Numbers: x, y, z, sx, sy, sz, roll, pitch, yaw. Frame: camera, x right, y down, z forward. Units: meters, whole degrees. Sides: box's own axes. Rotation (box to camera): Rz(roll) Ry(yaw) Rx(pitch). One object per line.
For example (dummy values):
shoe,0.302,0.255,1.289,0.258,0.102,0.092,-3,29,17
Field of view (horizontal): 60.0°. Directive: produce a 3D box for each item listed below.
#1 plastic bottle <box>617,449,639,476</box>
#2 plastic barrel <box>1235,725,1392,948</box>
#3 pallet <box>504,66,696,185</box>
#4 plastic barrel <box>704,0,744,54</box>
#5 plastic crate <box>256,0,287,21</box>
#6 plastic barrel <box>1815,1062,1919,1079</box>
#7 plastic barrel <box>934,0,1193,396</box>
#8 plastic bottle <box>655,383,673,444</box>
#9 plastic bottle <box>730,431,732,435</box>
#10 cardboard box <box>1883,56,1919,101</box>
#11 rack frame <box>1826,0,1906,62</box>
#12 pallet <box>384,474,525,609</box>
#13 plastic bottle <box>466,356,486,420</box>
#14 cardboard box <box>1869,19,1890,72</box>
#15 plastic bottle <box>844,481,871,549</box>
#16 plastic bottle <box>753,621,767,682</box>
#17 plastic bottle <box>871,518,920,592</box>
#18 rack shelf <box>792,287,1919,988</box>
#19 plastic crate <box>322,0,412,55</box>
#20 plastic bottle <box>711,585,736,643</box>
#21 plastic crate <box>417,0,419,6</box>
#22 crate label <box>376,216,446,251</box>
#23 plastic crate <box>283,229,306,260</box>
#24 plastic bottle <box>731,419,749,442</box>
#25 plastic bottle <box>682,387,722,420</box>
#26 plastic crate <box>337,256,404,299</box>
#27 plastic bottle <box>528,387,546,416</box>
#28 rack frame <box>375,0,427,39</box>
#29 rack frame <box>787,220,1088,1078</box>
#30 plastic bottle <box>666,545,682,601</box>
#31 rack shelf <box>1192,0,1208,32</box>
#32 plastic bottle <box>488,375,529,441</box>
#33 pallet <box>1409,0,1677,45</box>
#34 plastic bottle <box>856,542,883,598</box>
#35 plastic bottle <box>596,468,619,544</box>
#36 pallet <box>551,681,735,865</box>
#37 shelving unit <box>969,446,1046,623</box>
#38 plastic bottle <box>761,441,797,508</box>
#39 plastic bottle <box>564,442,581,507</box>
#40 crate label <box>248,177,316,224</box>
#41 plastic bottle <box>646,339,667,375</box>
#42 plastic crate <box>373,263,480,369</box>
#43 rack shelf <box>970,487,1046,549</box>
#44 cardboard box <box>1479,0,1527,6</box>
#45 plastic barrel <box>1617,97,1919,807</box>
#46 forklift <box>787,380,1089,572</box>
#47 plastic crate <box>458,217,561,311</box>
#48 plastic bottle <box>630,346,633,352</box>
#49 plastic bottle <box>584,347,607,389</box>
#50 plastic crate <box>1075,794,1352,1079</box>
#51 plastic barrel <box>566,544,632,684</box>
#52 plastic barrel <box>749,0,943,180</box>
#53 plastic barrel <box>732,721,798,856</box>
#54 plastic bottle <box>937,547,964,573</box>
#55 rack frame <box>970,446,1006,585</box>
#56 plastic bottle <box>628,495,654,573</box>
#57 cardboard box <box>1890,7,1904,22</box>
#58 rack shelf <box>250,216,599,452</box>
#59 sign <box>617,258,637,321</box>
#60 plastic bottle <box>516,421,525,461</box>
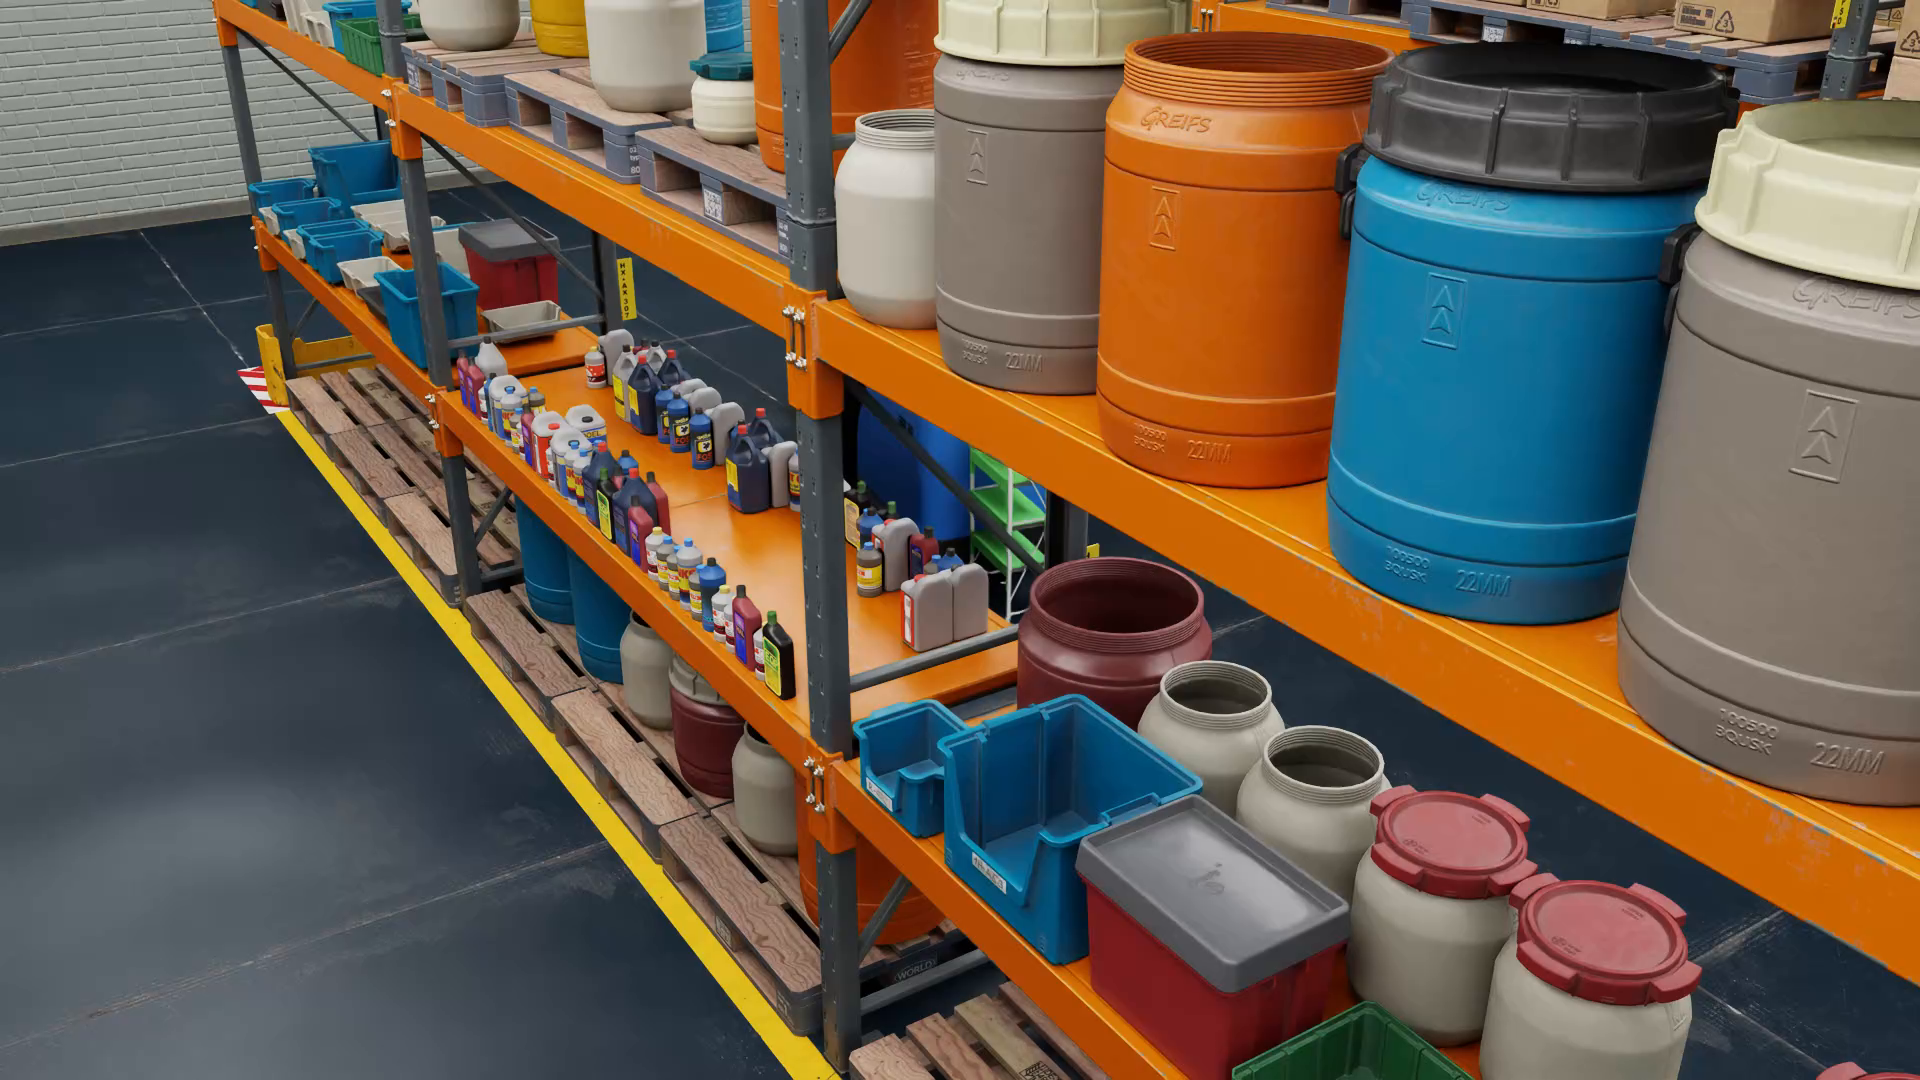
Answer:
plastic bottle,-1.379,-0.245,6.905,0.097,0.271,0.097,0,25,0
plastic barrel,0.943,0.794,4.424,0.421,0.512,0.421,0,25,0
pallet,-1.080,-1.664,6.468,1.003,0.211,1.213,-16,29,-30
plastic barrel,-1.152,-2.254,6.417,0.600,0.901,0.708,-16,29,-30
plastic crate,-3.791,-3.204,9.582,0.504,0.338,0.767,-16,29,-30
plastic barrel,1.817,1.351,3.215,0.433,0.535,0.433,0,25,0
plastic barrel,0.239,-0.863,3.964,0.600,0.901,0.600,0,25,0
plastic bottle,-1.345,-0.585,7.626,0.097,0.271,0.097,0,25,0
plastic bottle,-0.965,-0.423,7.364,0.097,0.201,0.097,0,25,0
cardboard box,4.165,-1.840,6.796,0.500,0.250,0.500,-15,29,-29
rack frame,4.122,-3.492,6.605,1.000,3.000,0.127,-16,29,-30
pallet,-2.645,-0.048,9.605,1.003,0.211,1.213,-16,29,-30
plastic bottle,-2.296,-0.724,7.907,0.061,0.283,0.133,-16,29,-30
cardboard box,9.202,-5.030,16.774,0.500,0.500,0.500,-16,30,-30
plastic bottle,-0.407,-0.109,6.603,0.061,0.283,0.133,-16,29,-30
plastic bottle,-0.654,0.374,5.676,0.097,0.201,0.097,0,25,0
plastic bottle,-0.246,0.036,6.306,0.152,0.276,0.135,-16,29,-30
rack shelf,1.064,0.060,3.439,1.077,0.370,4.000,-16,29,-30
plastic crate,-2.976,-2.587,8.399,0.416,0.233,0.300,-16,29,-30
plastic bottle,-0.833,0.257,5.924,0.097,0.201,0.097,0,25,0
plastic crate,-2.660,-2.861,8.936,0.497,0.269,0.590,-16,29,-30
crate label,-3.480,-1.943,10.592,0.396,0.136,0.243,-16,29,-30
plastic crate,-4.060,-1.852,10.398,0.250,0.136,0.298,-16,29,-30
plastic bottle,-0.943,-0.392,7.218,0.097,0.271,0.097,0,25,0
plastic bottle,-1.177,-0.574,7.598,0.152,0.276,0.135,-16,29,-30
plastic crate,-3.414,-1.516,9.686,0.293,0.136,0.466,-16,29,-30
plastic bottle,-1.984,-0.616,7.774,0.097,0.201,0.097,0,25,0
rack frame,-2.212,-3.768,7.191,1.000,3.000,0.127,-16,29,-30
rack frame,-0.028,0.375,5.441,1.000,3.000,0.127,-16,29,-30
plastic bottle,-1.046,0.118,6.219,0.097,0.201,0.097,0,25,0
rack shelf,0.846,-3.956,11.945,1.077,0.370,4.000,-16,29,-30
plastic bottle,-2.078,-0.614,7.682,0.152,0.276,0.135,-16,29,-30
pallet,3.113,-2.667,8.594,1.003,0.211,1.213,-14,29,-27
plastic bottle,-0.340,0.105,6.246,0.097,0.201,0.097,0,25,0
plastic bottle,-1.404,-0.140,6.669,0.061,0.283,0.133,-16,29,-30
pallet,-1.155,0.928,7.537,1.003,0.211,1.213,-16,29,-30
shelving unit,0.261,-0.190,8.748,0.258,1.200,0.503,-10,27,-20
plastic bottle,-0.750,-0.295,7.006,0.152,0.276,0.135,-16,29,-30
plastic bottle,-1.606,-0.281,6.982,0.097,0.271,0.097,0,25,0
crate label,-4.536,-2.272,11.176,0.416,0.233,0.303,-16,29,-30
plastic bottle,-1.436,-0.781,7.947,0.144,0.351,0.185,-16,29,-30
plastic crate,-2.752,-1.163,8.648,0.392,0.384,0.575,-16,29,-30
rack shelf,0.261,-0.133,8.775,0.258,0.148,0.480,-10,27,-20
cardboard box,2.989,-3.098,8.671,0.797,0.503,0.637,-16,30,-30
plastic barrel,1.339,-0.142,2.437,0.600,0.901,0.600,0,25,0
forklift,-0.311,-1.695,9.906,1.130,2.935,3.031,-10,27,-20
plastic crate,-2.489,-1.489,9.246,0.402,0.464,0.583,-16,29,-30
plastic bottle,-1.639,-0.865,8.301,0.097,0.201,0.097,0,25,0
plastic bottle,-1.820,-0.864,8.299,0.097,0.201,0.097,0,25,0
plastic crate,0.598,0.996,4.052,0.402,0.464,0.583,-16,29,-30
plastic barrel,-1.542,0.156,7.873,0.600,0.901,0.708,-16,29,-30
plastic barrel,-0.335,-1.569,5.051,0.600,0.830,0.708,-16,29,-30
plastic barrel,-0.692,0.958,6.628,0.421,0.512,0.421,0,25,0
plastic bottle,-0.034,0.156,6.057,0.097,0.271,0.097,0,25,0
rack frame,0.167,-0.286,8.951,0.240,1.200,0.015,-10,27,-20
plastic bottle,-1.230,-0.026,6.428,0.061,0.283,0.133,-16,29,-30
cardboard box,9.482,-5.304,16.184,0.500,0.500,0.500,-16,30,-30
rack shelf,-3.303,-1.445,10.141,1.077,0.370,4.000,-16,29,-30
sign,-1.750,-1.308,8.683,0.100,0.325,0.005,-16,29,-30
plastic bottle,-1.932,-0.463,7.449,0.097,0.201,0.097,0,25,0
